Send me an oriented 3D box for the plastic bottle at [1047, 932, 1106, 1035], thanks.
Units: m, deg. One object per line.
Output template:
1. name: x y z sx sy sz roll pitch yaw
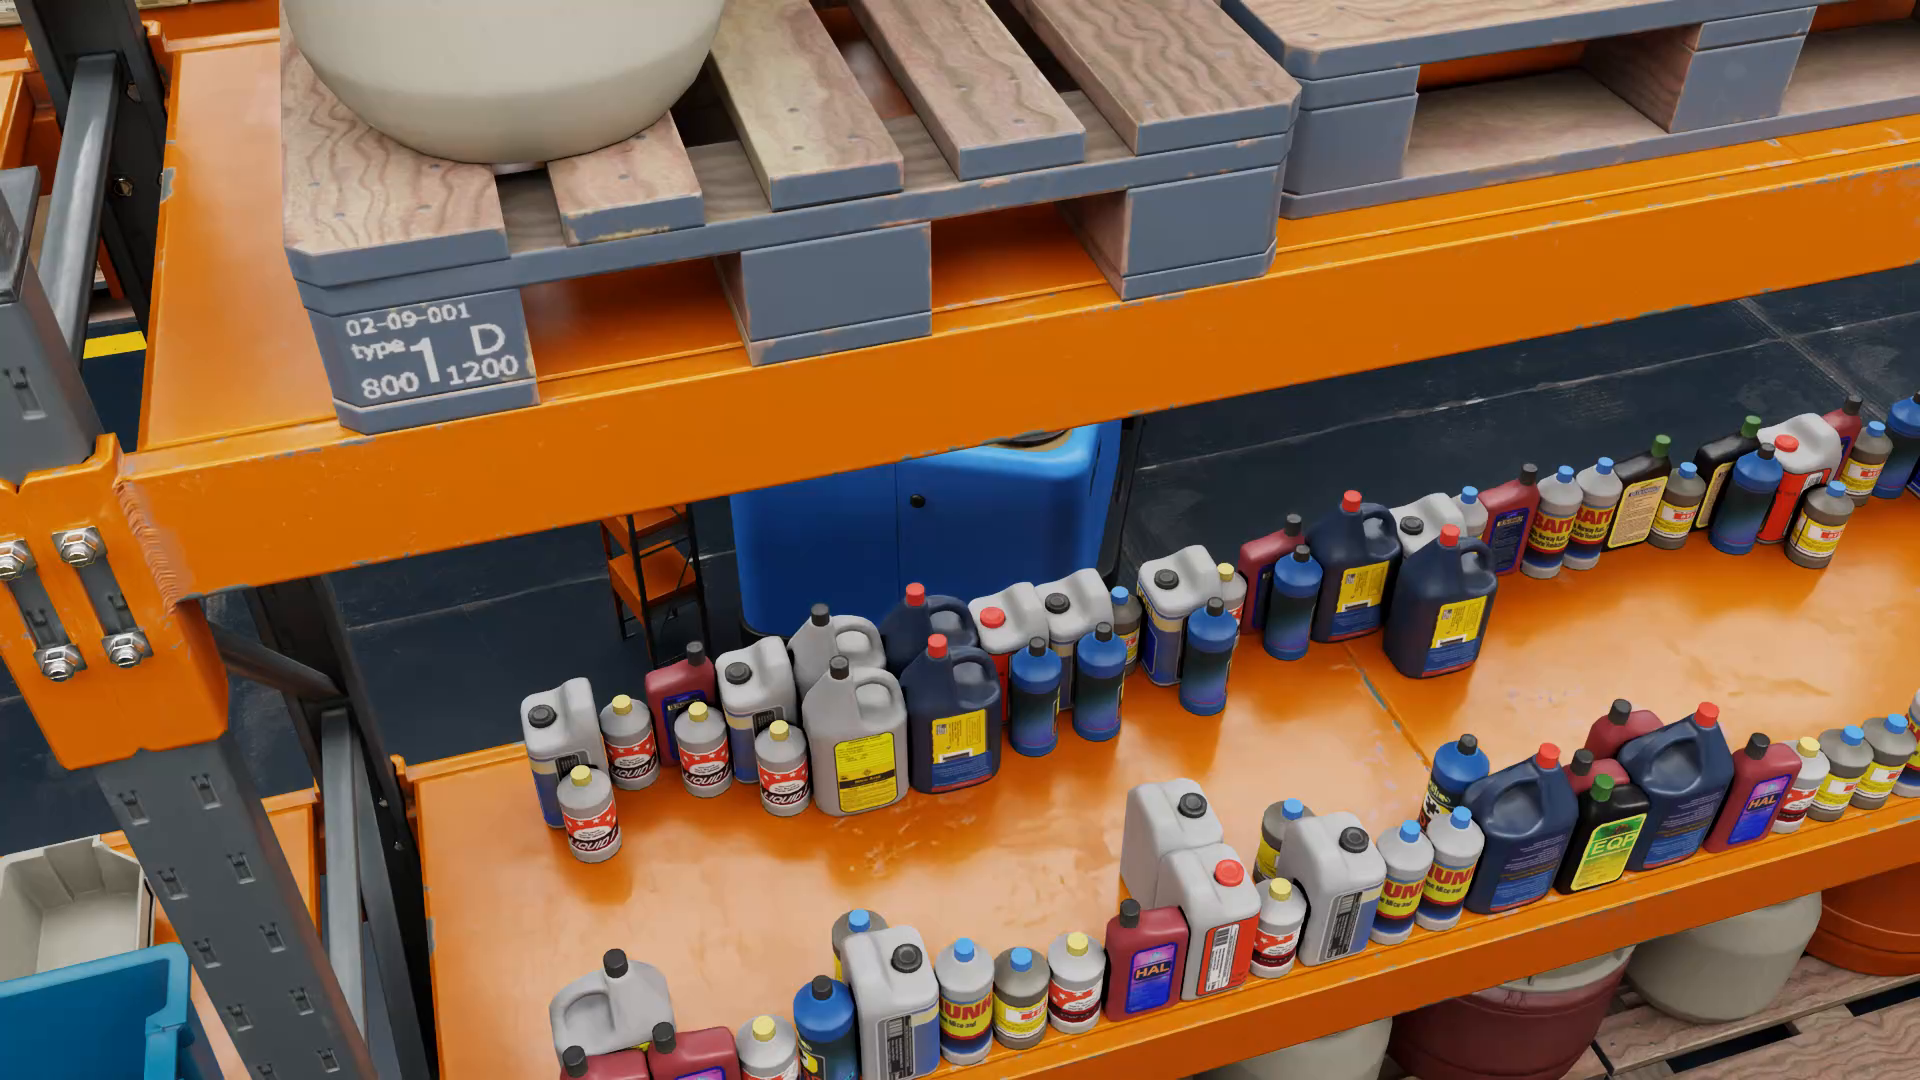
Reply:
1. plastic bottle: 0.192 0.731 2.785 0.097 0.201 0.097 0 41 0

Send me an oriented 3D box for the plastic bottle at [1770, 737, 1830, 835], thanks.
1. plastic bottle: 1.555 0.448 3.108 0.097 0.201 0.097 0 41 0

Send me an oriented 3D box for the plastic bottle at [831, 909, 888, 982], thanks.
1. plastic bottle: -0.167 0.700 2.820 0.097 0.201 0.097 0 41 0

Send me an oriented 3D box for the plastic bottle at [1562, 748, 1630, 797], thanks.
1. plastic bottle: 1.129 0.476 3.013 0.133 0.283 0.061 -12 42 -13

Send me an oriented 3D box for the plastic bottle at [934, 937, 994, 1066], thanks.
1. plastic bottle: 0.007 0.743 2.718 0.097 0.271 0.097 0 41 0

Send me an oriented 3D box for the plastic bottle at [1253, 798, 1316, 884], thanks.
1. plastic bottle: 0.588 0.544 2.999 0.097 0.201 0.097 0 41 0

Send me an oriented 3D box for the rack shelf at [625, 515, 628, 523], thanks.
1. rack shelf: -0.942 -0.249 4.822 0.215 0.259 0.240 -24 47 -25

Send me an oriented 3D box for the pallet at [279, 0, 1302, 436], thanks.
1. pallet: -0.299 -0.650 2.078 1.003 0.211 1.213 -12 42 -13

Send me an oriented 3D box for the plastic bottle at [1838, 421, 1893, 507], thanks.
1. plastic bottle: 2.077 -0.183 3.831 0.097 0.201 0.097 0 41 0

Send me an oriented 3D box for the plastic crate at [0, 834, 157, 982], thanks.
1. plastic crate: -1.504 0.704 2.819 0.243 0.136 0.396 -12 42 -13

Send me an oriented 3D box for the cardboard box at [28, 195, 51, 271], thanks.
1. cardboard box: -4.017 -1.583 6.578 0.875 0.875 0.875 -12 42 -13

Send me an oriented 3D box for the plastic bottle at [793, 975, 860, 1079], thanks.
1. plastic bottle: -0.214 0.789 2.665 0.097 0.271 0.097 0 41 0

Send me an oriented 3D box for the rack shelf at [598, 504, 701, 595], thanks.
1. rack shelf: -0.942 -0.035 5.008 0.215 0.259 0.240 -24 47 -25

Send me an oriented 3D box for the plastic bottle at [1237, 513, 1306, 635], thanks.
1. plastic bottle: 0.648 0.069 3.479 0.133 0.283 0.061 -12 42 -13

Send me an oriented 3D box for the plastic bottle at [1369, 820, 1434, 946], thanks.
1. plastic bottle: 0.762 0.586 2.897 0.097 0.271 0.097 0 41 0

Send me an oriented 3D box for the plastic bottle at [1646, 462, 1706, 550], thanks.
1. plastic bottle: 1.601 -0.085 3.718 0.097 0.201 0.097 0 41 0

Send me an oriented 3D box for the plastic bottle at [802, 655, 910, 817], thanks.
1. plastic bottle: -0.195 0.347 3.111 0.185 0.351 0.144 -12 42 -13

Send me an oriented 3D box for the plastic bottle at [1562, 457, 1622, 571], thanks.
1. plastic bottle: 1.381 -0.065 3.643 0.097 0.271 0.097 0 41 0

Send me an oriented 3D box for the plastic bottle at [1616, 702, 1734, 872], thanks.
1. plastic bottle: 1.286 0.432 3.013 0.185 0.351 0.144 -12 42 -13

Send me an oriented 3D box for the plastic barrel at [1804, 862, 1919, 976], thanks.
1. plastic barrel: 2.337 0.601 4.113 0.708 0.830 0.600 -12 42 -13

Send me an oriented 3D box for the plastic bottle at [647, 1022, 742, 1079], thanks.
1. plastic bottle: -0.412 0.838 2.600 0.133 0.283 0.061 -12 42 -13

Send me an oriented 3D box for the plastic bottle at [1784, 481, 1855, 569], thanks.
1. plastic bottle: 1.902 -0.042 3.669 0.097 0.201 0.097 0 41 0

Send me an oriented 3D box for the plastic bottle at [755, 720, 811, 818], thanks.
1. plastic bottle: -0.335 0.421 3.139 0.097 0.201 0.097 0 41 0

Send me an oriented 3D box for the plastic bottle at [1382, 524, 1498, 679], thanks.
1. plastic bottle: 0.986 0.108 3.385 0.185 0.351 0.144 -12 42 -13

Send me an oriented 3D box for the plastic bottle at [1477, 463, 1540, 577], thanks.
1. plastic bottle: 1.173 -0.039 3.604 0.133 0.283 0.061 -12 42 -13

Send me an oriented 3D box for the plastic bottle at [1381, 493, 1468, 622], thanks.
1. plastic bottle: 0.966 0.038 3.521 0.135 0.276 0.152 -12 42 -13

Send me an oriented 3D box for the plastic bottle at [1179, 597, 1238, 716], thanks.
1. plastic bottle: 0.496 0.223 3.313 0.097 0.271 0.097 0 41 0

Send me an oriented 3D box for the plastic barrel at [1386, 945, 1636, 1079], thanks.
1. plastic barrel: 1.260 0.915 3.937 0.708 0.588 0.600 -12 42 -13

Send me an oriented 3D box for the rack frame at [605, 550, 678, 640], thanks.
1. rack frame: -1.010 -0.109 5.077 0.200 1.050 0.008 -24 47 -25

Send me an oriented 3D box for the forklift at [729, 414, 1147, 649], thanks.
1. forklift: 0.122 -1.506 5.246 1.130 2.935 3.031 7 42 8

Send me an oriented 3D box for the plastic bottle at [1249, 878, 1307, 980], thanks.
1. plastic bottle: 0.541 0.658 2.867 0.097 0.201 0.097 0 41 0

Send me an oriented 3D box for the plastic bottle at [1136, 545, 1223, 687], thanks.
1. plastic bottle: 0.441 0.146 3.397 0.135 0.276 0.152 -12 42 -13

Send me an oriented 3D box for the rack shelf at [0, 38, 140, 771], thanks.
1. rack shelf: -2.925 0.161 1.552 4.000 0.370 1.077 -12 42 -13

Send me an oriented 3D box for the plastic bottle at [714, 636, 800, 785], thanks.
1. plastic bottle: -0.390 0.319 3.200 0.135 0.276 0.152 -12 42 -13

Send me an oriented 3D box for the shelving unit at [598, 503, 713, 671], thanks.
1. shelving unit: -0.942 -0.043 5.001 0.215 1.050 0.252 -24 47 -25

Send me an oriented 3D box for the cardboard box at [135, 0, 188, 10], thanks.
1. cardboard box: -2.943 -2.072 6.032 0.250 0.149 0.380 -11 42 -12

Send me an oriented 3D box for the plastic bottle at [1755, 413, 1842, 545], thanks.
1. plastic bottle: 1.847 -0.145 3.730 0.135 0.276 0.152 -12 42 -13

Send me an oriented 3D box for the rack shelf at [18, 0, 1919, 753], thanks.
1. rack shelf: 0.891 -0.629 2.457 4.000 0.370 1.077 -12 42 -13

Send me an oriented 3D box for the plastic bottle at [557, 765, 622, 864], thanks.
1. plastic bottle: -0.683 0.493 3.056 0.097 0.201 0.097 0 41 0

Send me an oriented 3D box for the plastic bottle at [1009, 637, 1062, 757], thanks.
1. plastic bottle: 0.146 0.295 3.230 0.097 0.271 0.097 0 41 0

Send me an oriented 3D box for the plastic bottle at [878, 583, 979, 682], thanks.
1. plastic bottle: -0.062 0.220 3.256 0.185 0.351 0.144 -12 42 -13

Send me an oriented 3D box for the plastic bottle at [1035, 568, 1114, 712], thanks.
1. plastic bottle: 0.220 0.192 3.344 0.135 0.276 0.152 -12 42 -13

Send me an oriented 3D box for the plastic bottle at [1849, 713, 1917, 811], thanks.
1. plastic bottle: 1.741 0.410 3.152 0.097 0.201 0.097 0 41 0

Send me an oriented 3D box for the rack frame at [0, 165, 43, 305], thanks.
1. rack frame: -1.017 -1.634 0.781 0.127 3.000 1.000 -12 42 -13

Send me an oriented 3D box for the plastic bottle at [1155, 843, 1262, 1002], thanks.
1. plastic bottle: 0.422 0.636 2.836 0.135 0.276 0.152 -12 42 -13

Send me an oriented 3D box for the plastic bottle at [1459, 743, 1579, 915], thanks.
1. plastic bottle: 0.983 0.495 2.941 0.185 0.351 0.144 -12 42 -13

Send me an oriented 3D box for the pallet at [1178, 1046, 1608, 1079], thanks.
1. pallet: 0.897 1.305 4.096 1.213 0.211 1.003 -12 42 -13

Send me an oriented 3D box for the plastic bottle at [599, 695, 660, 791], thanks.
1. plastic bottle: -0.636 0.379 3.188 0.097 0.201 0.097 0 41 0

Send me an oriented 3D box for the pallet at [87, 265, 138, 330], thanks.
1. pallet: -3.254 -1.332 7.114 1.213 0.211 1.003 -12 42 -13

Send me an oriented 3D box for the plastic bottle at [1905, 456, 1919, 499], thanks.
1. plastic bottle: 2.288 -0.236 3.835 0.135 0.276 0.152 -12 42 -13
